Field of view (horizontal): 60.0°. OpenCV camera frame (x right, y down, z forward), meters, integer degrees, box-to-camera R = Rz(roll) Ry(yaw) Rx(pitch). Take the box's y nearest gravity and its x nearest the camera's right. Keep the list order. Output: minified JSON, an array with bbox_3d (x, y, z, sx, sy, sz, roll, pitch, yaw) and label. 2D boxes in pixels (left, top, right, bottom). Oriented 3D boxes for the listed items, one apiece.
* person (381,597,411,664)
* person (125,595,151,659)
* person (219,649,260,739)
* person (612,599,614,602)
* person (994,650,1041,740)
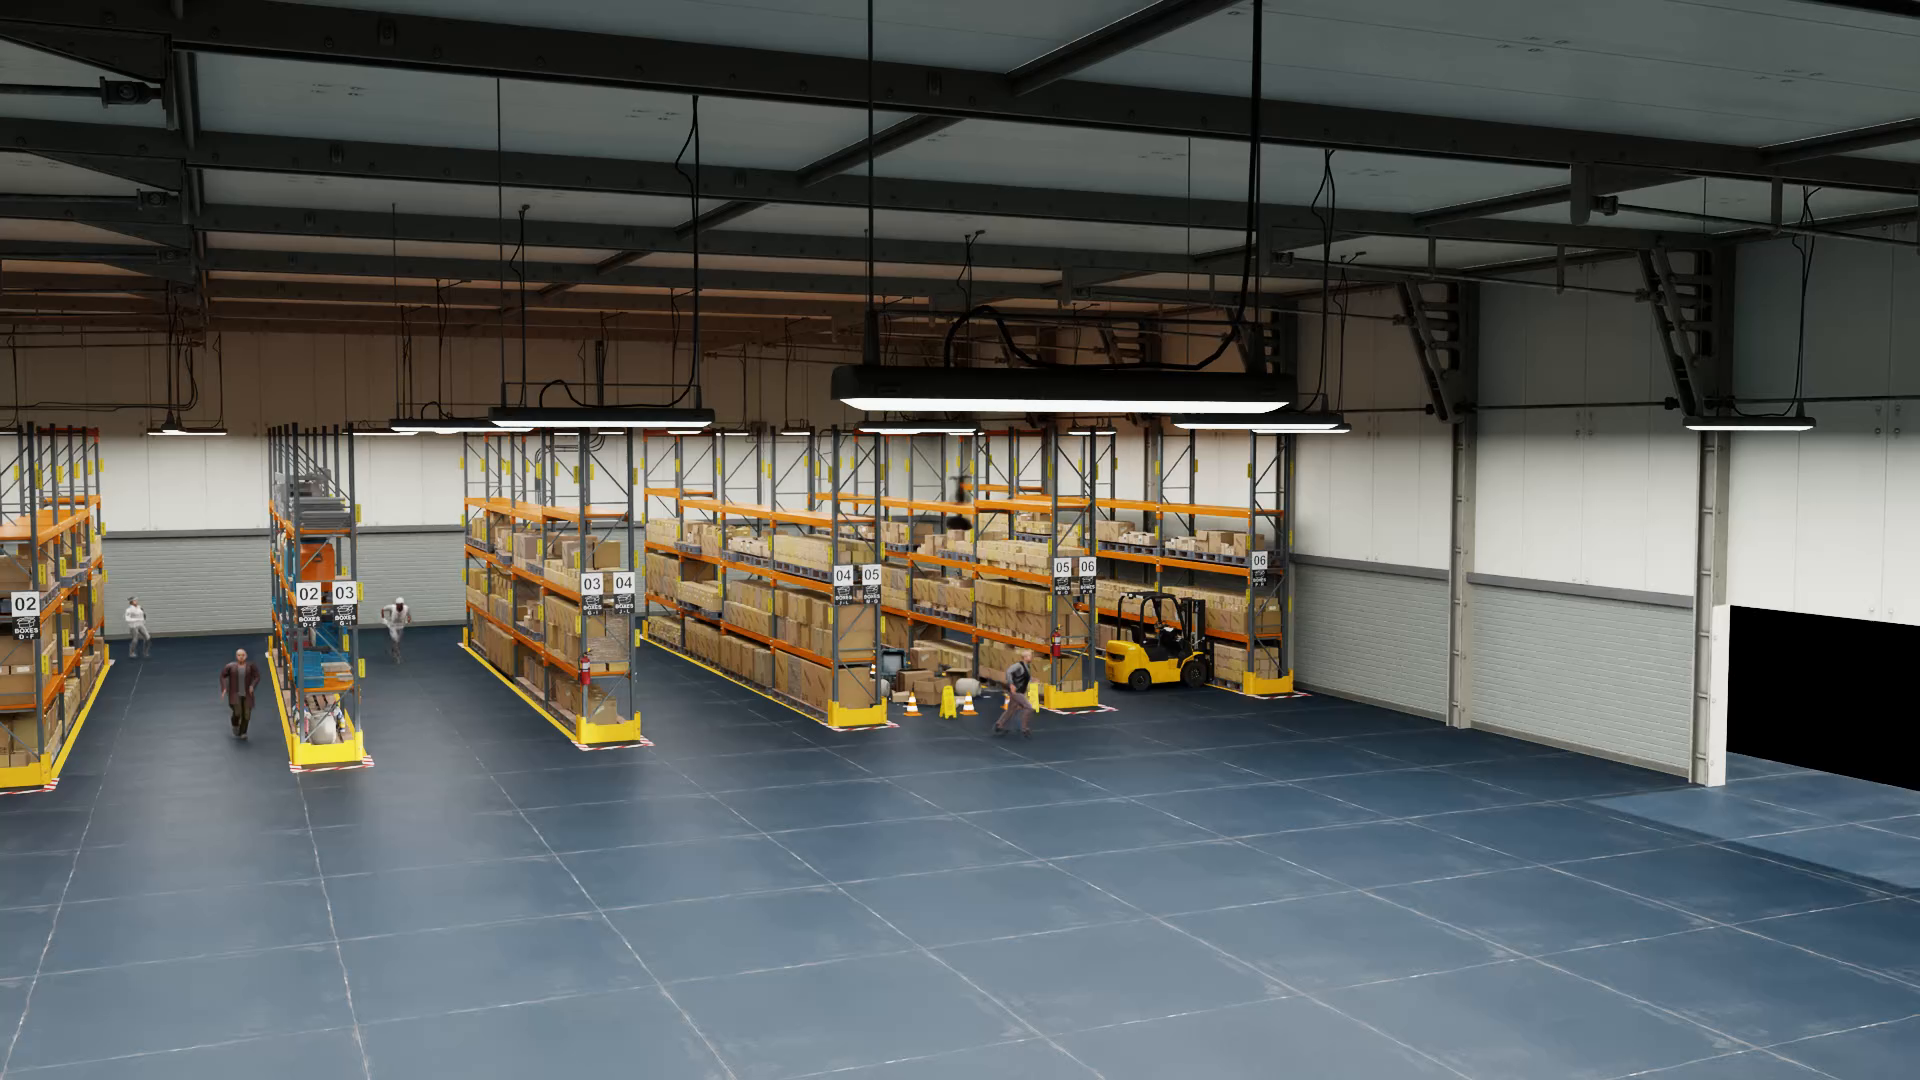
[{"bbox_3d":[-14.456,2.302,42.596,0.729,1.733,1.053,-2,4,-34],"label":"person"},{"bbox_3d":[-21.385,2.277,43.099,0.669,1.715,0.626,1,4,21],"label":"person"},{"bbox_3d":[-13.613,2.929,31.487,0.700,1.722,0.671,-2,4,-29],"label":"person"},{"bbox_3d":[-9.119,2.160,44.701,0.563,1.757,0.750,-1,4,-12],"label":"person"},{"bbox_3d":[1.072,2.955,31.798,0.913,1.718,0.677,1,4,20],"label":"person"}]
